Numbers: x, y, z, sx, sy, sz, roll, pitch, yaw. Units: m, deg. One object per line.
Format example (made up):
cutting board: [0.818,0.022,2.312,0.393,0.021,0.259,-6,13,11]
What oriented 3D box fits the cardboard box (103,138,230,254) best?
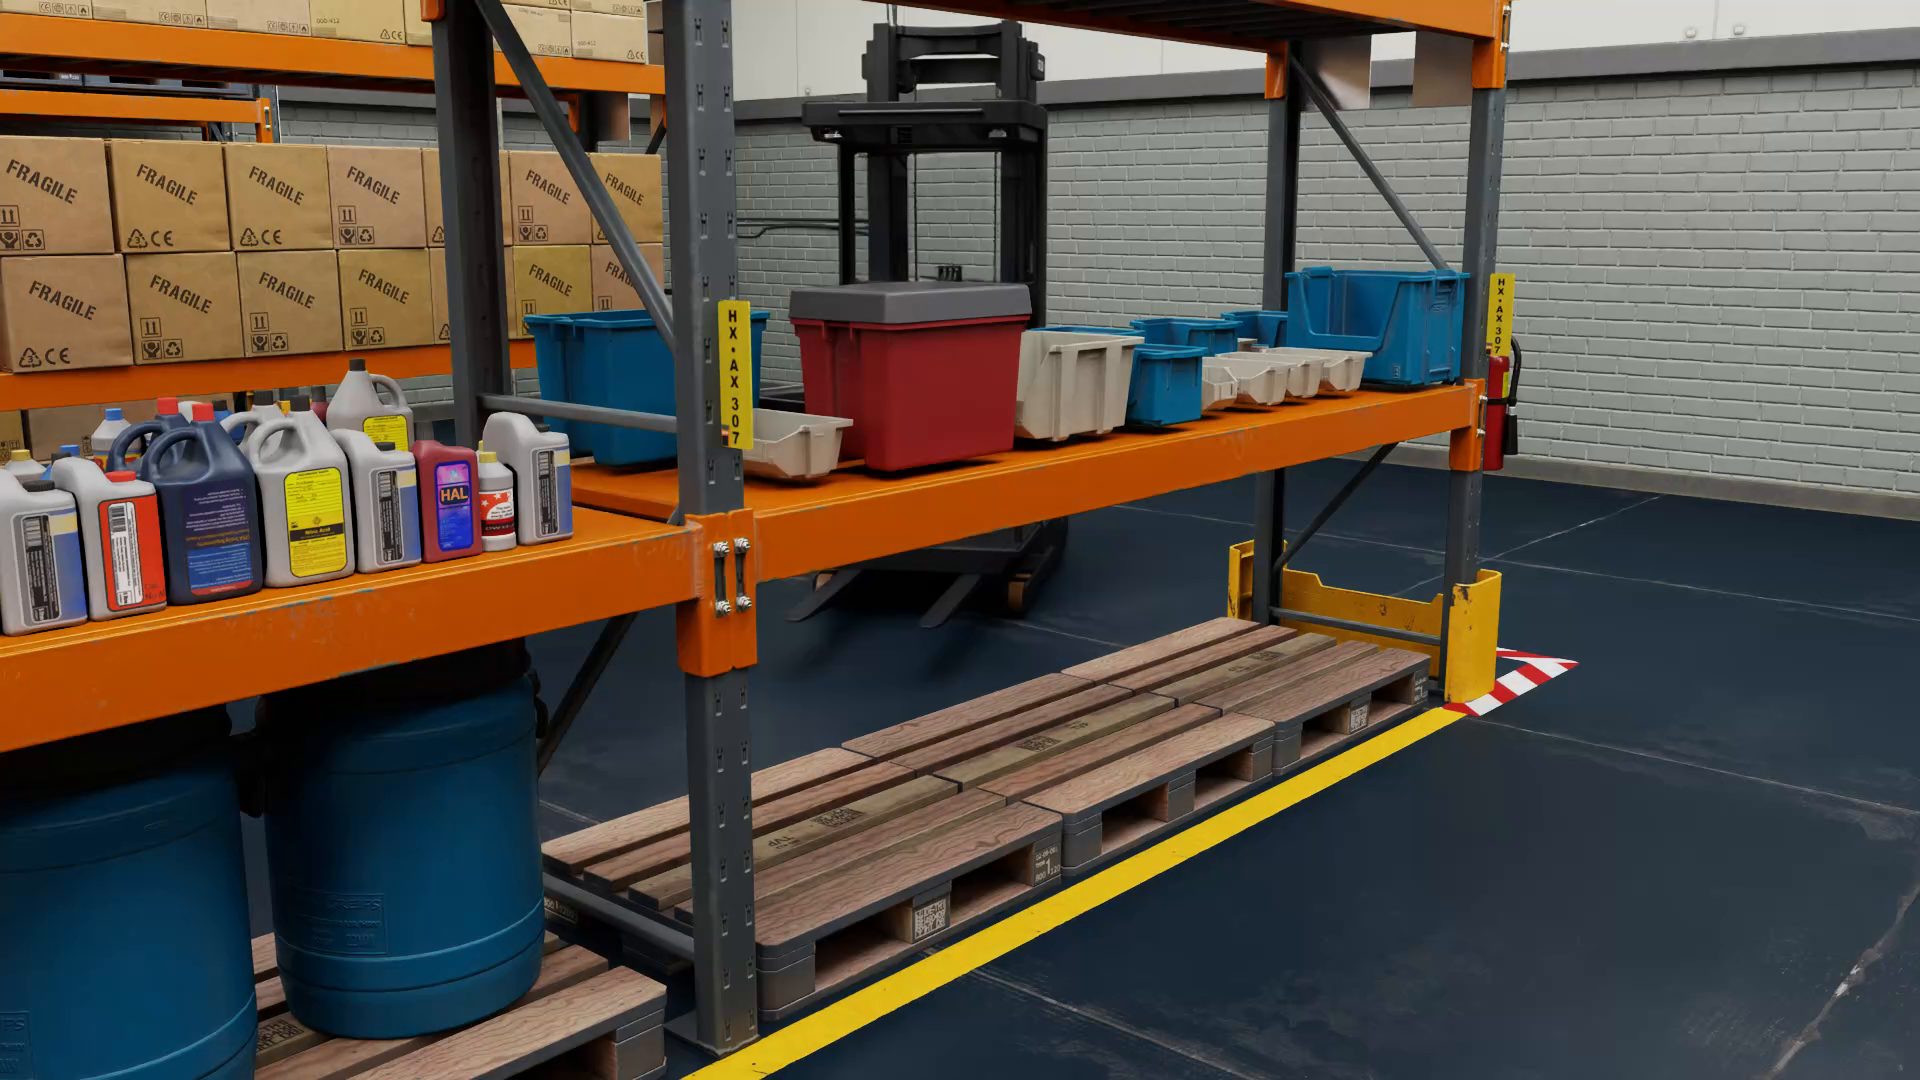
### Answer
cardboard box: [-3.763,-1.589,7.701,0.500,0.500,0.500,9,15,39]

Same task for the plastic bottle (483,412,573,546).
plastic bottle: [-0.924,-0.139,3.567,0.152,0.276,0.135,10,15,40]

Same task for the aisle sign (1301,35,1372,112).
aisle sign: [1.558,-2.212,6.991,0.394,0.787,0.004,10,15,40]

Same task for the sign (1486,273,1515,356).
sign: [2.157,-0.900,6.640,0.100,0.325,0.005,10,15,40]

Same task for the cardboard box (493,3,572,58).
cardboard box: [-2.464,-2.745,9.020,0.500,0.250,0.500,10,15,40]

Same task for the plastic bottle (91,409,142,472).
plastic bottle: [-1.837,-0.151,3.635,0.097,0.271,0.097,0,11,0]

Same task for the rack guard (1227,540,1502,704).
rack guard: [1.740,0.332,7.272,1.175,0.500,0.348,10,15,40]

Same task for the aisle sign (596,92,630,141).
aisle sign: [-2.160,-2.852,10.196,0.394,0.787,0.004,10,15,40]

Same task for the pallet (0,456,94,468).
pallet: [-6.983,-0.495,12.153,1.003,0.211,1.213,10,15,40]

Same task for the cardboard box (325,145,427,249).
cardboard box: [-3.083,-1.741,8.460,0.500,0.500,0.500,10,15,42]

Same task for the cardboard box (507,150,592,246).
cardboard box: [-2.405,-1.893,9.224,0.500,0.500,0.500,10,15,42]

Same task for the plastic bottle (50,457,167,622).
plastic bottle: [-1.498,-0.011,2.926,0.152,0.276,0.135,10,15,40]

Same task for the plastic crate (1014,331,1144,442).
plastic crate: [0.239,-0.472,5.065,0.437,0.282,0.530,10,15,40]

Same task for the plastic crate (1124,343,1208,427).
plastic crate: [0.570,-0.500,5.332,0.416,0.233,0.300,10,15,40]

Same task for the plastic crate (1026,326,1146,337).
plastic crate: [0.454,-0.648,6.072,0.416,0.233,0.300,10,15,40]

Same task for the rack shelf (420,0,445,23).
rack shelf: [-2.227,-1.124,2.358,1.077,0.370,4.000,10,15,40]

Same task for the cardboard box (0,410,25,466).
cardboard box: [-7.104,-0.806,11.900,0.700,0.500,0.500,10,15,42]

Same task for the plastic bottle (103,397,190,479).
plastic bottle: [-1.498,-0.090,3.127,0.144,0.351,0.185,10,15,40]

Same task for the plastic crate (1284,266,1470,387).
plastic crate: [1.653,-0.862,6.624,0.616,0.435,0.499,10,15,40]

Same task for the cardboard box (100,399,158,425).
cardboard box: [-6.426,-0.960,12.668,0.700,0.500,0.500,10,15,40]

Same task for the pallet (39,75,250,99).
pallet: [-6.190,-3.486,12.575,1.003,0.211,1.213,10,15,40]

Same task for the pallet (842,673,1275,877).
pallet: [0.354,0.774,5.797,1.003,0.211,1.213,10,15,40]

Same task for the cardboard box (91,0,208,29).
cardboard box: [-3.785,-2.451,7.548,0.500,0.250,0.500,10,15,40]

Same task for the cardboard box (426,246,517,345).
cardboard box: [-2.749,-1.328,8.945,0.500,0.500,0.500,10,15,41]

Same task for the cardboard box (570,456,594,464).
cardboard box: [-2.159,-0.407,9.852,0.500,0.500,0.500,10,15,40]

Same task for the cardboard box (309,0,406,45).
cardboard box: [-3.127,-2.598,8.286,0.500,0.250,0.500,10,15,40]

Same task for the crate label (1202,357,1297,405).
crate label: [0.963,-0.560,5.878,0.396,0.136,0.243,10,15,40]

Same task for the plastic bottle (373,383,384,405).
plastic bottle: [-1.470,-0.244,4.072,0.061,0.283,0.133,10,15,40]

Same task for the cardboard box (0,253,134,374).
cardboard box: [-4.084,-1.030,7.453,0.500,0.500,0.500,10,15,42]

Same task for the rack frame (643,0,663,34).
rack frame: [-1.985,-4.471,9.622,1.000,3.000,0.127,10,15,40]

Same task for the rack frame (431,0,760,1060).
rack frame: [-0.907,-0.300,4.054,1.000,3.000,0.127,10,15,40]

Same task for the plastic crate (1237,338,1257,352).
plastic crate: [1.049,-0.758,6.869,0.250,0.136,0.298,10,15,40]

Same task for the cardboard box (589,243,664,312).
cardboard box: [-2.076,-1.477,9.694,0.500,0.500,0.500,10,15,42]

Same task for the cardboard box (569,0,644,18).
cardboard box: [-2.133,-3.063,9.338,0.500,0.250,0.500,10,15,40]

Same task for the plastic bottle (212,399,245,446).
plastic bottle: [-1.684,-0.185,3.806,0.097,0.271,0.097,0,11,0]

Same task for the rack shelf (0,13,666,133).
rack shelf: [-3.305,-2.353,8.513,1.077,0.370,4.000,10,15,40]

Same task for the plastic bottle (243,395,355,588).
plastic bottle: [-1.268,-0.098,3.170,0.144,0.351,0.185,10,15,40]

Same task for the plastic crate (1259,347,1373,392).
plastic crate: [1.331,-0.645,6.303,0.396,0.136,0.243,10,15,40]

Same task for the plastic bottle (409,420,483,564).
plastic bottle: [-1.043,-0.103,3.366,0.061,0.283,0.133,10,15,40]

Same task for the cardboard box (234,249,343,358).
cardboard box: [-3.417,-1.179,8.199,0.500,0.500,0.500,10,15,40]

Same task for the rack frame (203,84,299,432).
rack frame: [-5.708,-2.169,13.414,1.000,3.000,0.127,10,15,40]

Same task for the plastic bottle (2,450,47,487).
plastic bottle: [-1.966,-0.088,3.499,0.097,0.201,0.097,0,11,0]

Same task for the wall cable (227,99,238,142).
wall cable: [-5.574,-2.978,14.870,0.084,1.984,1.851,10,15,40]

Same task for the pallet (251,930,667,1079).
pallet: [-1.448,1.176,3.786,1.003,0.211,1.213,10,15,40]

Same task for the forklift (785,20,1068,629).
forklift: [-0.143,-1.145,8.460,1.130,2.935,3.031,2,12,11]

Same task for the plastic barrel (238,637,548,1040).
plastic barrel: [-1.279,0.601,3.829,0.600,0.901,0.708,10,15,40]

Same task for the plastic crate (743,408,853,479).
plastic crate: [-0.492,-0.250,4.324,0.396,0.136,0.243,10,15,40]

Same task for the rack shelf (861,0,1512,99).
rack shelf: [0.413,-1.712,5.304,1.077,0.370,4.000,10,15,40]

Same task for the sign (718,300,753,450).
sign: [-0.495,-0.364,3.670,0.100,0.325,0.005,10,15,40]

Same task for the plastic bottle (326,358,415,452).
plastic bottle: [-1.410,-0.260,3.980,0.144,0.351,0.185,10,15,40]
